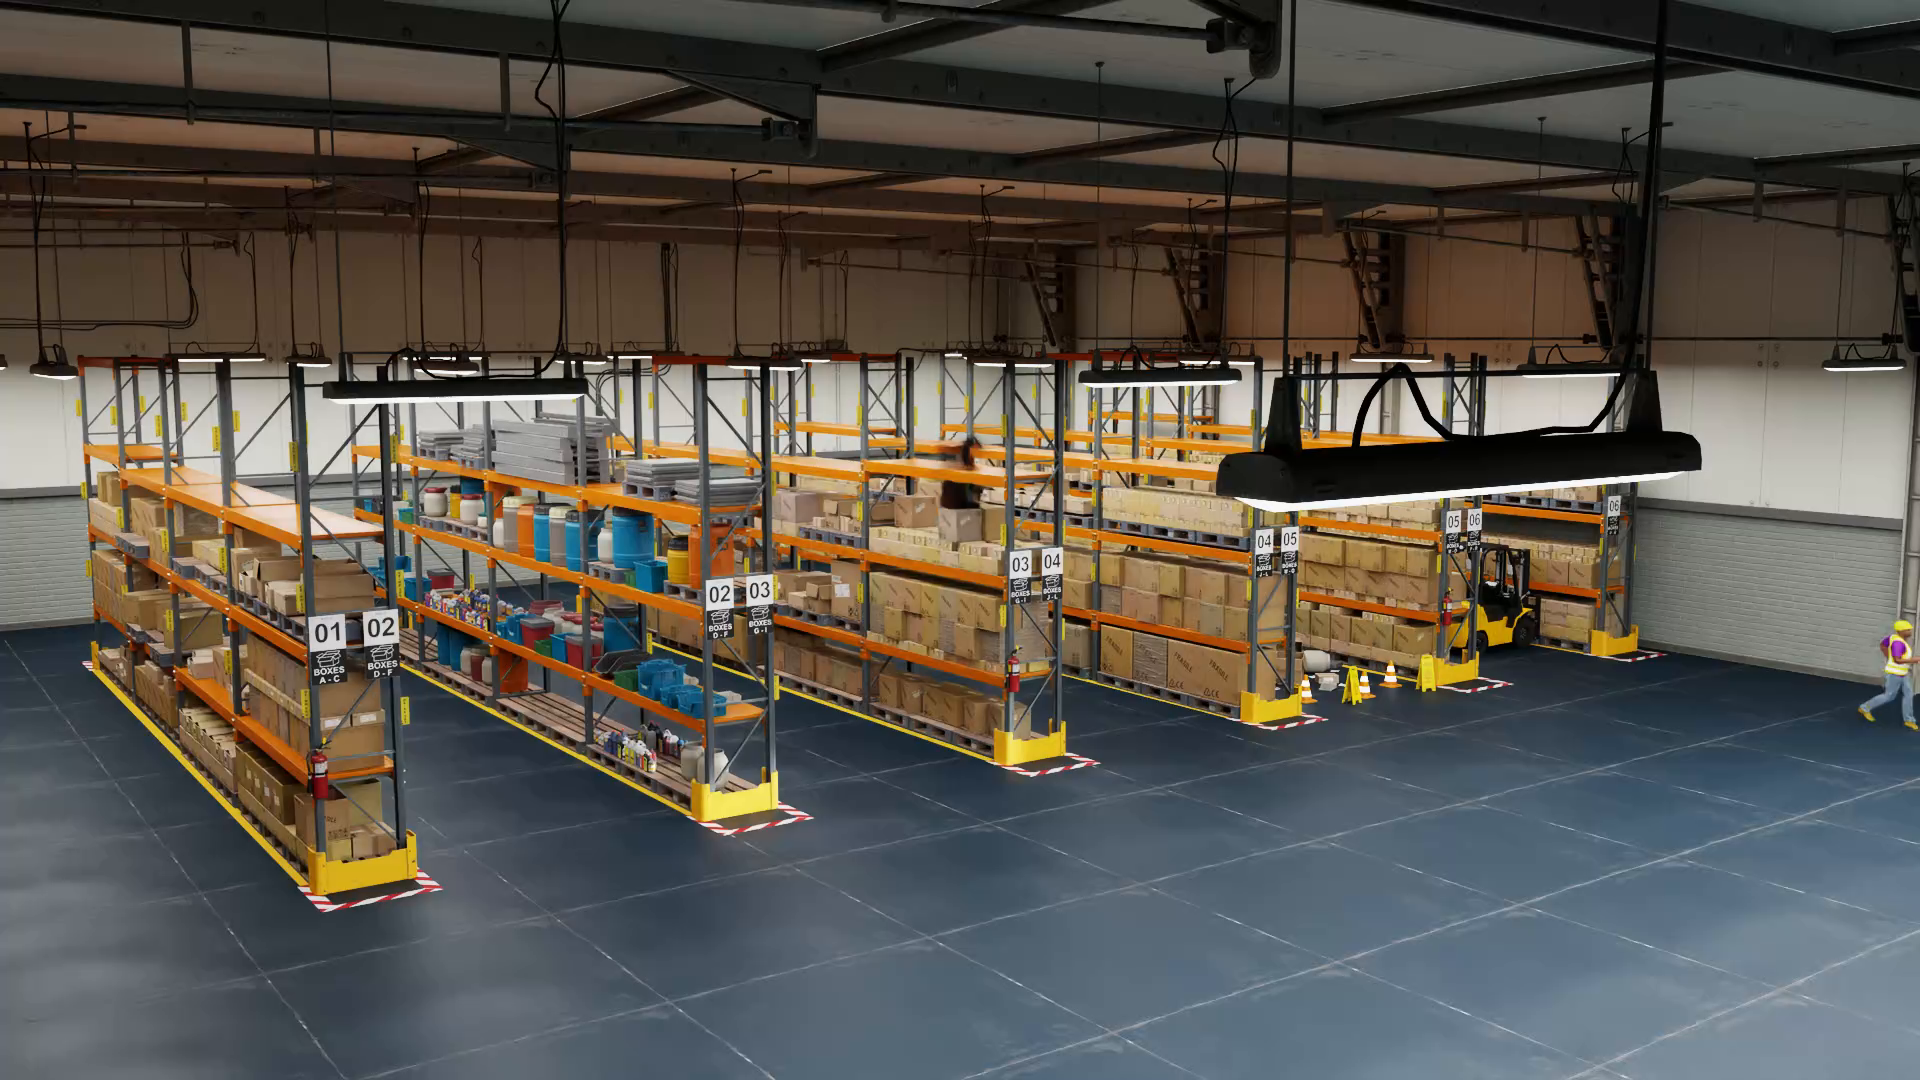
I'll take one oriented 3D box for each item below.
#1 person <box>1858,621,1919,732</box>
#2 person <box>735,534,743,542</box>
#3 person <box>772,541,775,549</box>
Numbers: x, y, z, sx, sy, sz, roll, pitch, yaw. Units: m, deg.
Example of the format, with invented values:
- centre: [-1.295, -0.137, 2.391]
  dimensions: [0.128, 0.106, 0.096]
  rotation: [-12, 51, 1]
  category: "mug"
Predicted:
- centre: [15.149, 2.197, 26.985]
  dimensions: [0.956, 1.815, 0.697]
  rotation: [5, 8, 35]
  category: "person"
- centre: [-5.281, 0.679, 39.576]
  dimensions: [0.728, 1.809, 0.681]
  rotation: [-1, 7, -4]
  category: "person"
- centre: [-4.743, 0.496, 41.823]
  dimensions: [0.604, 1.602, 0.607]
  rotation: [-1, 7, -7]
  category: "person"
